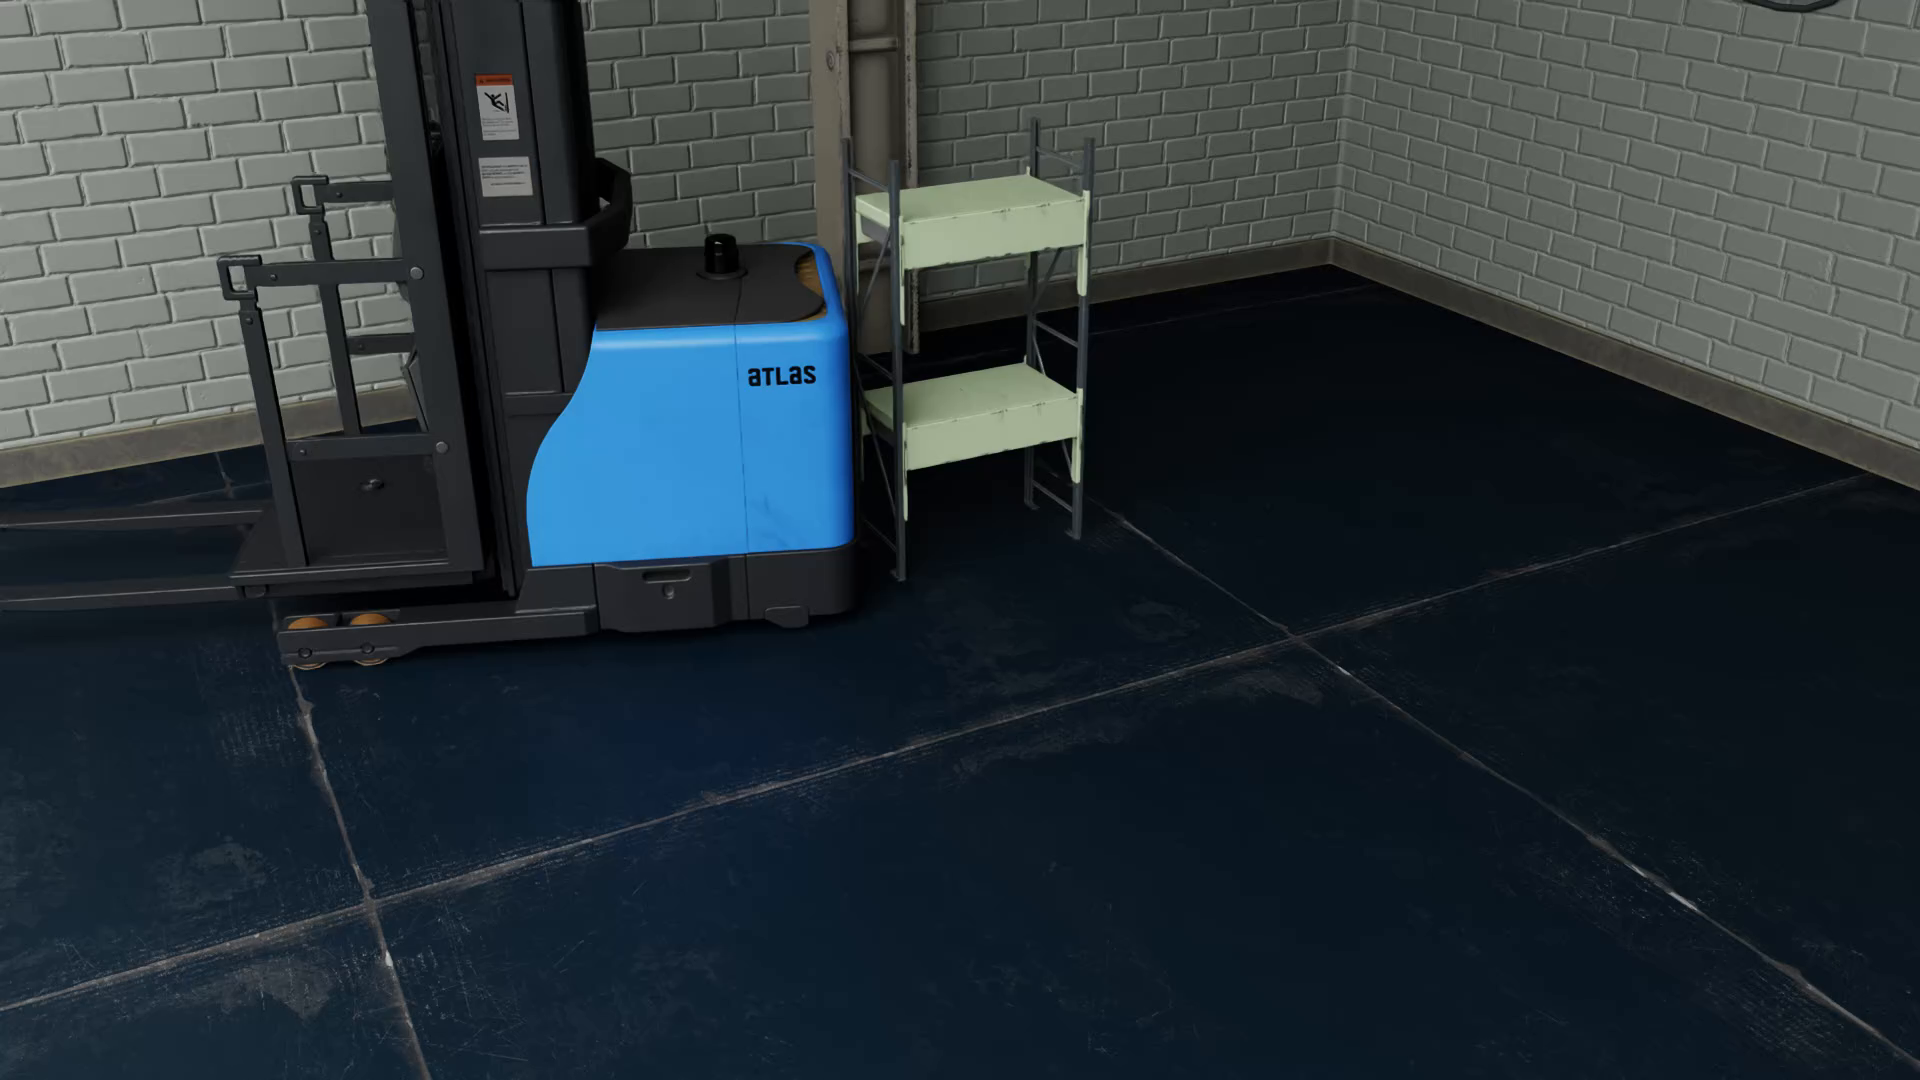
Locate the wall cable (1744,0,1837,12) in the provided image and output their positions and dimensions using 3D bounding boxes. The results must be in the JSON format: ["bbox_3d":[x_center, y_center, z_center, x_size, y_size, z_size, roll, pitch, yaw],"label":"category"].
[{"bbox_3d":[2.782,-3.690,7.127,0.112,2.526,3.097,-13,29,-25],"label":"wall cable"}]

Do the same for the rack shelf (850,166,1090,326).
[{"bbox_3d":[0.029,-1.030,5.760,0.720,0.370,0.431,-13,28,-25],"label":"rack shelf"}]

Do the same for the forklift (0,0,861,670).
[{"bbox_3d":[-1.898,-1.146,5.250,3.031,2.935,1.130,-4,26,-7],"label":"forklift"}]

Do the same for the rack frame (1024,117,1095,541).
[{"bbox_3d":[0.353,-0.751,6.082,0.023,1.500,0.400,-13,28,-25],"label":"rack frame"}]

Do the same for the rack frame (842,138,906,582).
[{"bbox_3d":[-0.295,-0.605,5.776,0.023,1.500,0.400,-13,28,-25],"label":"rack frame"}]

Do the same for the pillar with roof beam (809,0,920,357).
[{"bbox_3d":[1.586,-3.351,2.832,0.400,9.000,9.100,-13,29,-25],"label":"pillar with roof beam"}]

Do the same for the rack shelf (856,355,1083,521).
[{"bbox_3d":[0.029,-0.384,6.070,0.720,0.370,0.431,-13,28,-25],"label":"rack shelf"}]

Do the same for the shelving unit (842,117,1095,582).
[{"bbox_3d":[0.029,-0.678,5.929,0.755,1.500,0.431,-13,28,-25],"label":"shelving unit"}]
